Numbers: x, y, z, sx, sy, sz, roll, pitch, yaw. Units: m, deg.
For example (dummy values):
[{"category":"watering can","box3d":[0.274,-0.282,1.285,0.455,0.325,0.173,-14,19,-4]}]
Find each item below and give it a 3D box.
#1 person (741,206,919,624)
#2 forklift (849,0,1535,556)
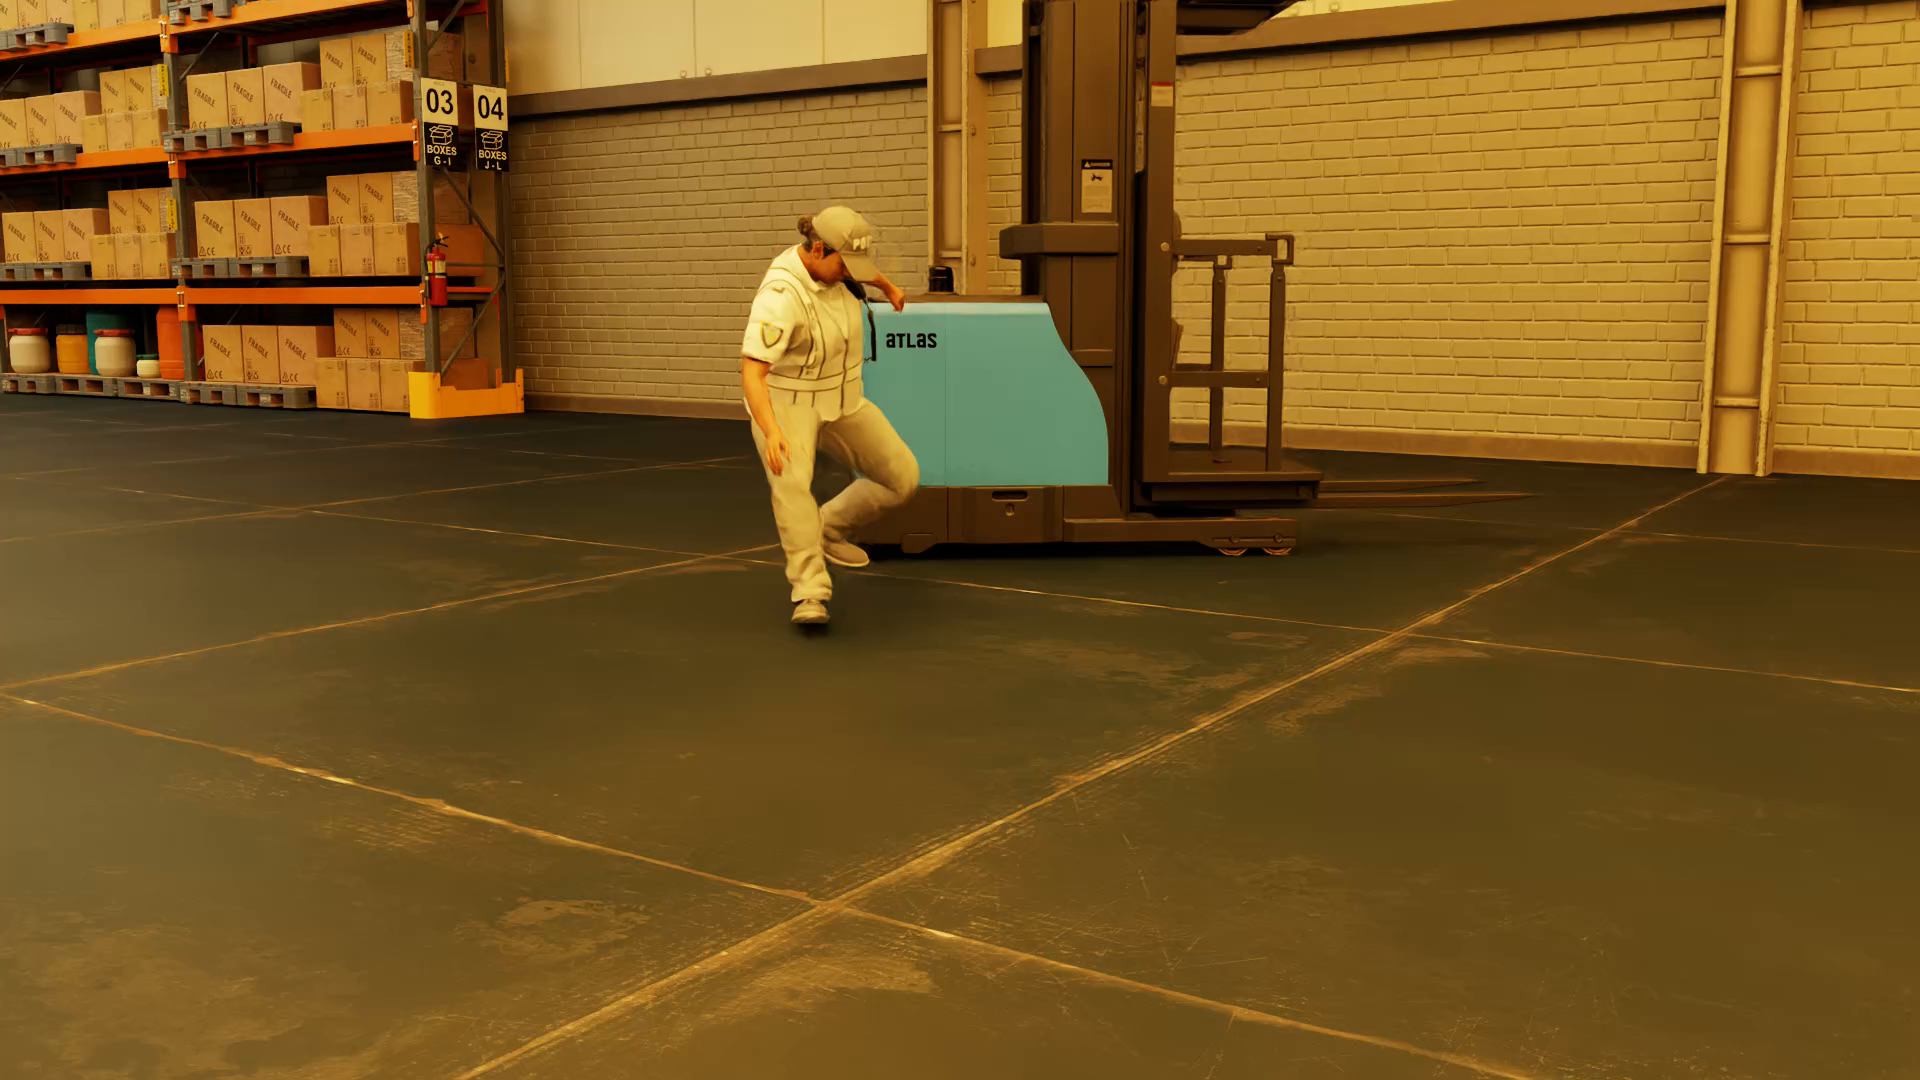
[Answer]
[{"category":"person","box3d":[-0.436,-0.455,5.874,0.710,1.395,1.096,6,10,37]},{"category":"forklift","box3d":[1.028,-1.454,7.420,3.031,2.935,1.130,-1,8,-6]}]
